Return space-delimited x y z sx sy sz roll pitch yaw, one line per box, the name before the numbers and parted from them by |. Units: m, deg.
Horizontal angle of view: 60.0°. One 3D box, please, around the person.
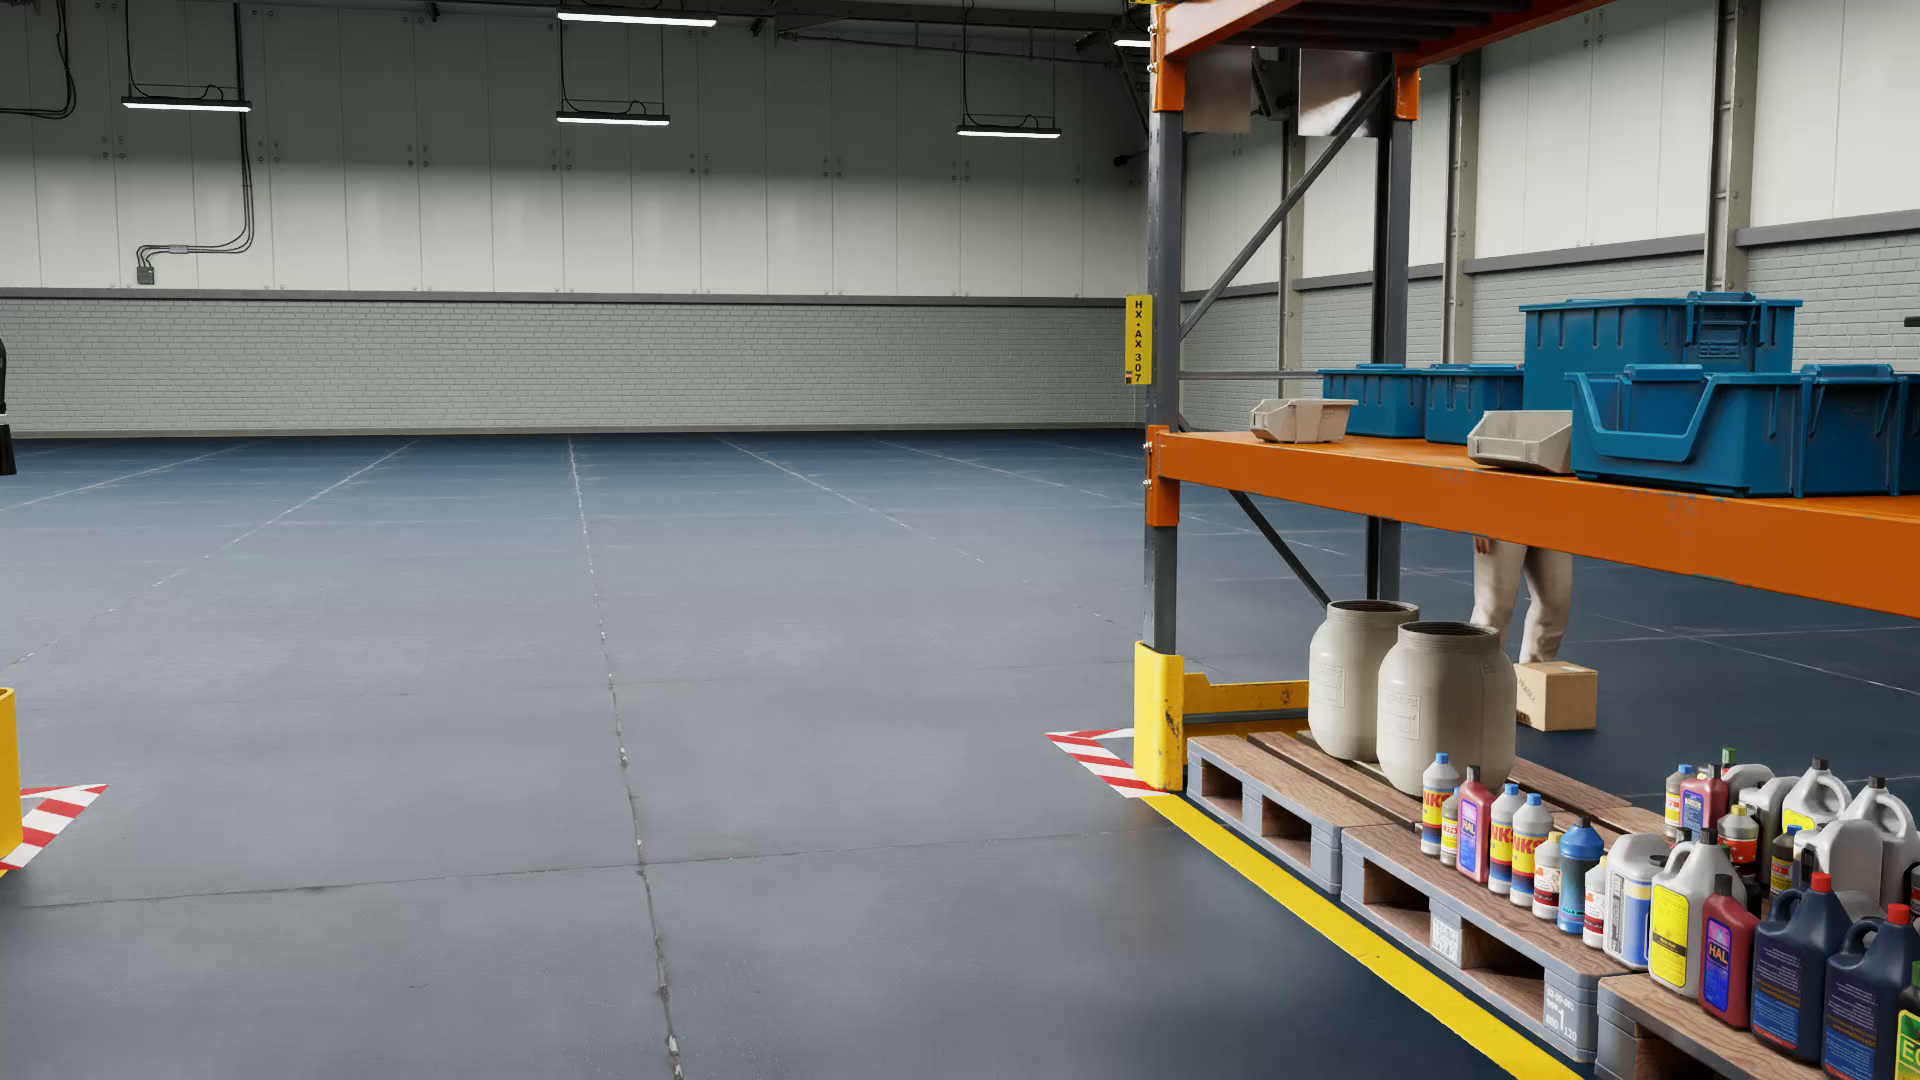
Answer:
person | 2.501 -0.088 7.346 0.601 1.726 0.393 -2 6 -17
